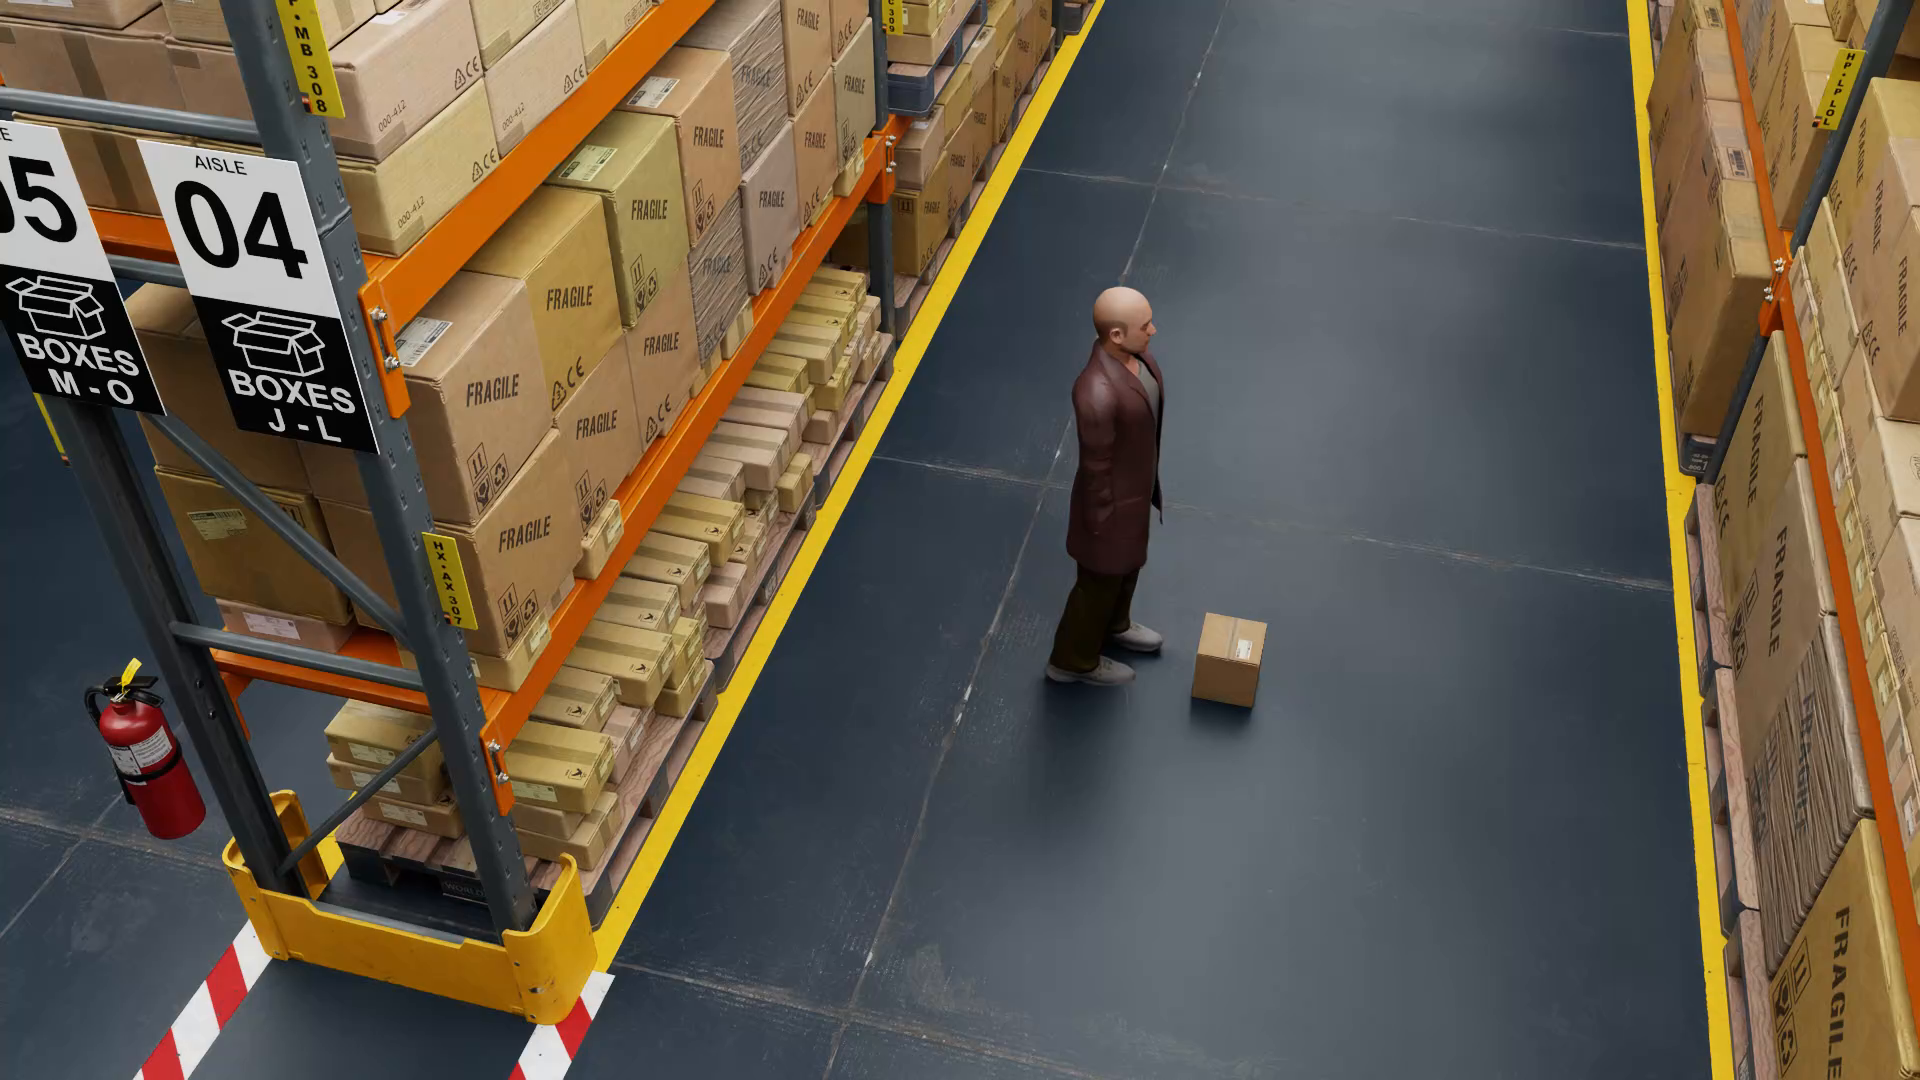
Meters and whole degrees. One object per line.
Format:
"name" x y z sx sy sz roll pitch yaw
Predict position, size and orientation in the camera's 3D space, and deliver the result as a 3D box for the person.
"person" 0.614 -0.187 6.403 0.440 1.795 0.568 11 42 13
